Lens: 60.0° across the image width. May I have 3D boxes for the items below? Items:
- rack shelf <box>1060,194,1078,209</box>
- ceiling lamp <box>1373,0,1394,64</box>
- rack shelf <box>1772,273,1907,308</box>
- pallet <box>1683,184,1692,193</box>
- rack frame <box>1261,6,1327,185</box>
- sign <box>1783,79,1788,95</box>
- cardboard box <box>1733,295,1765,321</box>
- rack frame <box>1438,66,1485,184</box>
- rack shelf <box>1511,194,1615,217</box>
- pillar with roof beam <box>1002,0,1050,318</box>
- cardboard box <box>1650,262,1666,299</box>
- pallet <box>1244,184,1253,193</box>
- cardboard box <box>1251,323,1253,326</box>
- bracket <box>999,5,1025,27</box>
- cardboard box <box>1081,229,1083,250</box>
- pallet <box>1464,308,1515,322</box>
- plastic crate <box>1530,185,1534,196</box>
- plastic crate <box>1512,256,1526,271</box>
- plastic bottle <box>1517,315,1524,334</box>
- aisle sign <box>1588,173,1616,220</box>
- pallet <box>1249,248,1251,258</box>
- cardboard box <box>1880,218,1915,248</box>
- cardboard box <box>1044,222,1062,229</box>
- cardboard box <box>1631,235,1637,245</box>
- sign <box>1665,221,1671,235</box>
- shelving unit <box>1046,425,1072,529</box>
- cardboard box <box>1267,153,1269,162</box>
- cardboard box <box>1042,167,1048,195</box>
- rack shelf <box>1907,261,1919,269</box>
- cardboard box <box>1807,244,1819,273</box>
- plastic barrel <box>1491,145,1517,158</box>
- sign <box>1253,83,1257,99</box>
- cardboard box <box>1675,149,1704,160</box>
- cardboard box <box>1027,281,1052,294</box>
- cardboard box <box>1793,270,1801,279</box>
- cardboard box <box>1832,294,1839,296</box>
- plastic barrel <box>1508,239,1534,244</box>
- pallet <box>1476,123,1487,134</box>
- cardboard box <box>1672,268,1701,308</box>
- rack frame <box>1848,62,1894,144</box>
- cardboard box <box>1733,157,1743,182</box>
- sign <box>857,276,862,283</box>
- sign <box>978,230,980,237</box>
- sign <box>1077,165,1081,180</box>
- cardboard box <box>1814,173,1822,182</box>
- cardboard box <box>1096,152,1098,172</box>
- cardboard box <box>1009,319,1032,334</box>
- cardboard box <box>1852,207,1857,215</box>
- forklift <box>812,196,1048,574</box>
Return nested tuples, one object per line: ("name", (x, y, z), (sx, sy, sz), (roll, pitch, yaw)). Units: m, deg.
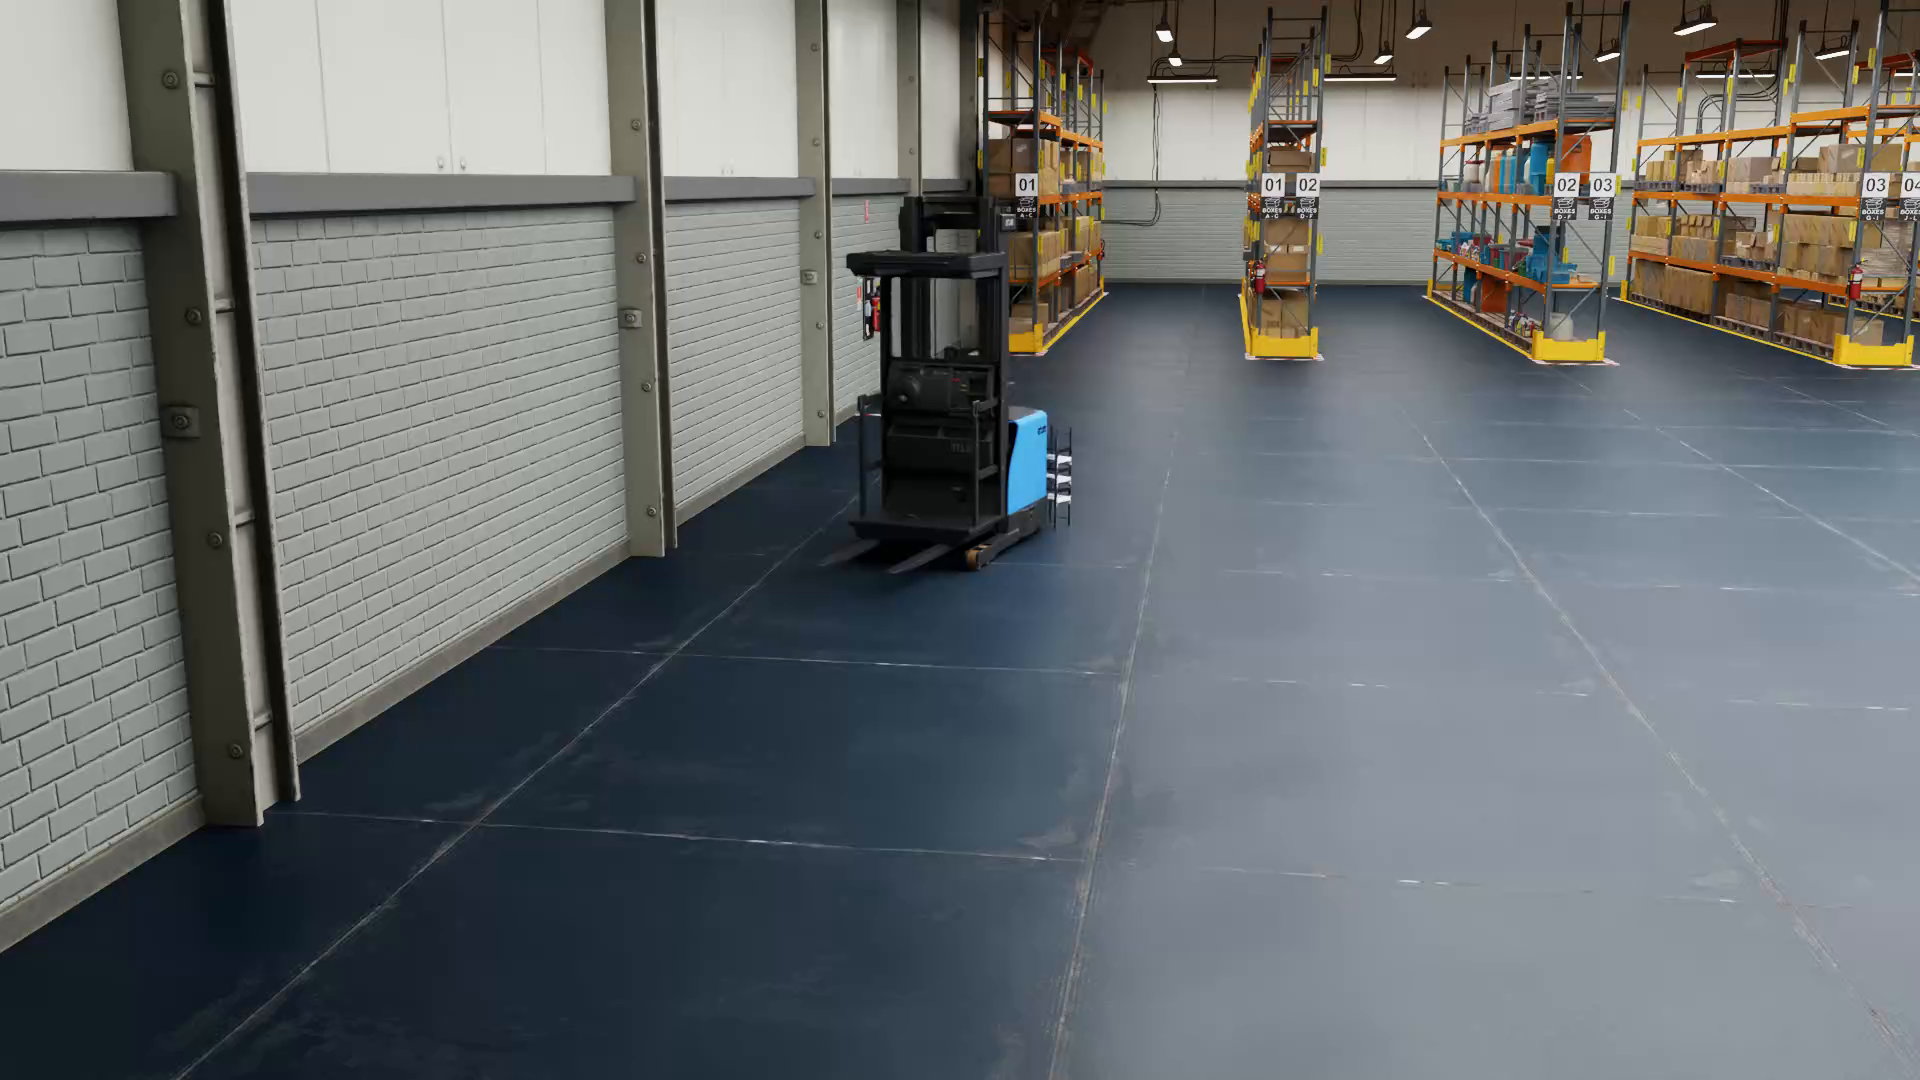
("rack shelf", (1.838, -7.310, 35.882), (1.077, 0.370, 4.000), (2, 12, 9))
("ceiling lamp", (10.198, -12.809, 38.714), (0.800, 3.185, 2.000), (2, 12, 9))
("rack shelf", (15.906, -4.530, 30.100), (1.077, 0.370, 4.000), (2, 12, 9))
("pallet", (17.352, -8.143, 38.495), (0.805, 0.209, 1.217), (1, 12, 6))
("rack frame", (5.811, -7.720, 28.953), (1.000, 3.000, 0.127), (2, 12, 9))
("sign", (17.367, -9.543, 35.009), (0.100, 0.325, 0.005), (2, 12, 9))
("cardboard box", (16.673, -4.868, 34.849), (0.700, 0.500, 0.500), (1, 12, 4))
("rack frame", (13.165, -10.889, 43.660), (1.000, 3.000, 0.127), (2, 12, 9))
("rack shelf", (11.012, -6.157, 30.529), (1.077, 0.370, 4.000), (2, 12, 9))
("pillar with roof beam", (5.345, -9.163, 35.649), (9.100, 9.000, 0.548), (2, 12, 9))
("cardboard box", (17.763, -6.452, 41.358), (0.875, 0.875, 0.875), (2, 12, 9))
("pallet", (7.330, -8.310, 39.259), (1.213, 0.211, 1.003), (2, 12, 9))
("cardboard box", (5.666, -3.874, 30.878), (0.500, 0.250, 0.500), (2, 12, 9))
("bracket", (0.979, -10.424, 32.958), (0.076, 0.066, 4.783), (2, 12, 9))
("cardboard box", (2.641, -7.121, 39.424), (0.500, 0.500, 0.500), (2, 12, 8))
("pallet", (12.015, -5.093, 37.626), (1.003, 0.211, 1.213), (2, 12, 9))
("plastic crate", (10.808, -6.501, 30.924), (0.336, 0.188, 0.450), (2, 12, 9))
("plastic crate", (11.114, -5.323, 32.221), (0.767, 0.338, 0.504), (2, 12, 9))
("plastic bottle", (10.691, -4.096, 31.623), (0.144, 0.351, 0.185), (2, 12, 8))
("aisle sign", (10.983, -5.872, 28.450), (0.394, 0.787, 0.004), (2, 12, 9))
("pallet", (7.336, -6.763, 39.212), (1.003, 0.211, 1.213), (2, 12, 9))
("cardboard box", (15.953, -5.254, 28.435), (0.500, 0.500, 0.500), (2, 12, 9))
("cardboard box", (2.088, -7.053, 37.278), (0.380, 0.149, 0.250), (0, 12, -1))
("cardboard box", (17.719, -7.777, 43.109), (0.500, 0.250, 0.500), (2, 12, 7))
("sign", (16.896, -7.443, 39.666), (0.100, 0.325, 0.005), (2, 12, 9))
("shelving unit", (0.844, -0.572, 15.007), (0.258, 0.900, 0.210), (11, 16, 41))
("cardboard box", (6.048, -7.071, 31.491), (0.797, 0.503, 0.637), (3, 13, 15))
("cardboard box", (1.332, -6.644, 30.797), (0.500, 0.500, 0.500), (3, 12, 12))
("rack shelf", (22.022, -6.013, 36.984), (1.077, 0.370, 4.000), (2, 12, 9))
("cardboard box", (15.877, -5.087, 30.036), (0.875, 0.500, 0.500), (2, 12, 9))
("plastic barrel", (12.025, -8.291, 36.707), (0.600, 0.830, 0.708), (2, 12, 9))
("sign", (6.504, -9.896, 36.646), (0.100, 0.325, 0.005), (2, 12, 9))
("cardboard box", (17.595, -9.295, 40.131), (0.500, 0.250, 0.500), (1, 12, 5))
("cardboard box", (1.692, -5.385, 35.468), (0.500, 0.250, 0.500), (2, 12, 7))
("cardboard box", (15.713, -4.932, 30.857), (0.380, 0.149, 0.250), (2, 12, 9))
("cardboard box", (22.548, -6.327, 42.502), (0.380, 0.149, 0.250), (2, 12, 10))
("plastic barrel", (12.163, -6.251, 36.056), (0.600, 0.536, 0.708), (2, 12, 9))
("pallet", (12.076, -9.085, 36.687), (1.213, 0.211, 1.003), (2, 12, 9))
("cardboard box", (17.229, -5.810, 38.379), (1.225, 0.875, 0.875), (1, 12, 7))
("rack frame", (22.945, -10.547, 42.072), (1.000, 3.000, 0.127), (2, 12, 9))
("cardboard box", (16.421, -7.695, 34.536), (0.500, 0.500, 0.500), (2, 12, 9))
("sign", (-1.350, -3.524, 22.381), (0.001, 0.109, 0.331), (2, 12, 9))
("sign", (0.370, -5.689, 30.274), (0.100, 0.325, 0.005), (2, 12, 9))
("sign", (2.682, -8.313, 37.600), (0.100, 0.325, 0.005), (2, 12, 9))
("cardboard box", (15.696, -6.555, 30.081), (0.380, 0.149, 0.250), (2, 12, 8))
("cardboard box", (3.291, -9.808, 43.105), (0.500, 0.500, 0.500), (2, 12, 9))
("cardboard box", (1.111, -3.988, 31.218), (0.500, 0.311, 0.500), (0, 12, 2))
("cardboard box", (22.440, -7.999, 41.175), (0.500, 0.500, 0.500), (2, 12, 7))
("forklift", (-0.238, -1.289, 13.519), (1.130, 2.935, 3.031), (5, 13, 22))
